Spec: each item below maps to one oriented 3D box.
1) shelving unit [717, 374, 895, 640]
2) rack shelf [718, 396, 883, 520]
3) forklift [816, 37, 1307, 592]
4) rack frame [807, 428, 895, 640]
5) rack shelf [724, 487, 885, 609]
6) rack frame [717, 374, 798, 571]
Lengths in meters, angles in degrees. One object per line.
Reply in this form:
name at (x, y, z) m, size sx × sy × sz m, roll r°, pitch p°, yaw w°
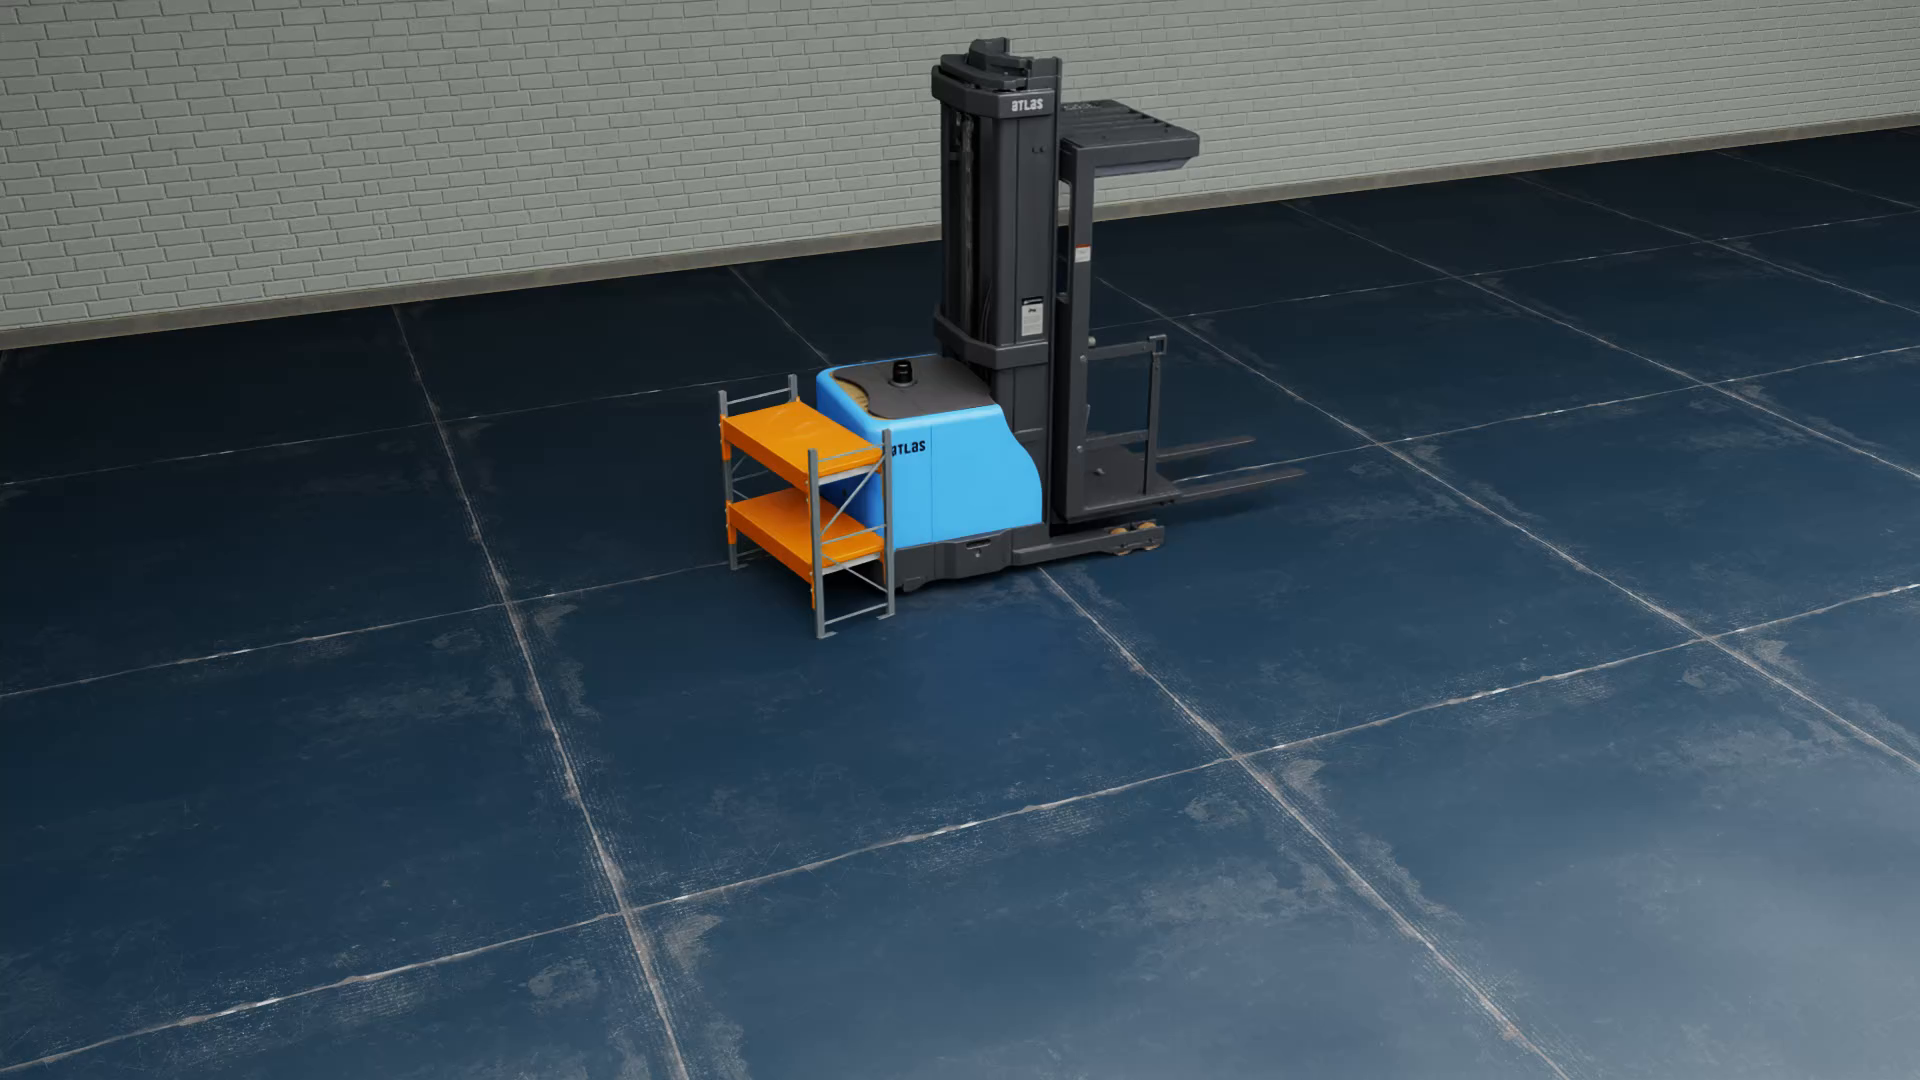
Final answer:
shelving unit at (-0.871, -0.209, 9.395) m, size 0.538 × 1.125 × 1.048 m, roll -17°, pitch 31°, yaw -31°
rack shelf at (-0.871, -0.472, 9.267) m, size 0.538 × 0.278 × 1.000 m, roll -17°, pitch 31°, yaw -31°
forklift at (0.698, -1.424, 9.827) m, size 3.031 × 2.935 × 1.130 m, roll -10°, pitch 28°, yaw -20°
rack frame at (-0.581, -0.025, 9.020) m, size 0.500 × 1.125 × 0.032 m, roll -17°, pitch 31°, yaw -31°
rack shelf at (-0.871, 0.011, 9.502) m, size 0.538 × 0.278 × 1.000 m, roll -17°, pitch 31°, yaw -31°
rack frame at (-1.161, -0.392, 9.770) m, size 0.500 × 1.125 × 0.032 m, roll -17°, pitch 31°, yaw -31°
